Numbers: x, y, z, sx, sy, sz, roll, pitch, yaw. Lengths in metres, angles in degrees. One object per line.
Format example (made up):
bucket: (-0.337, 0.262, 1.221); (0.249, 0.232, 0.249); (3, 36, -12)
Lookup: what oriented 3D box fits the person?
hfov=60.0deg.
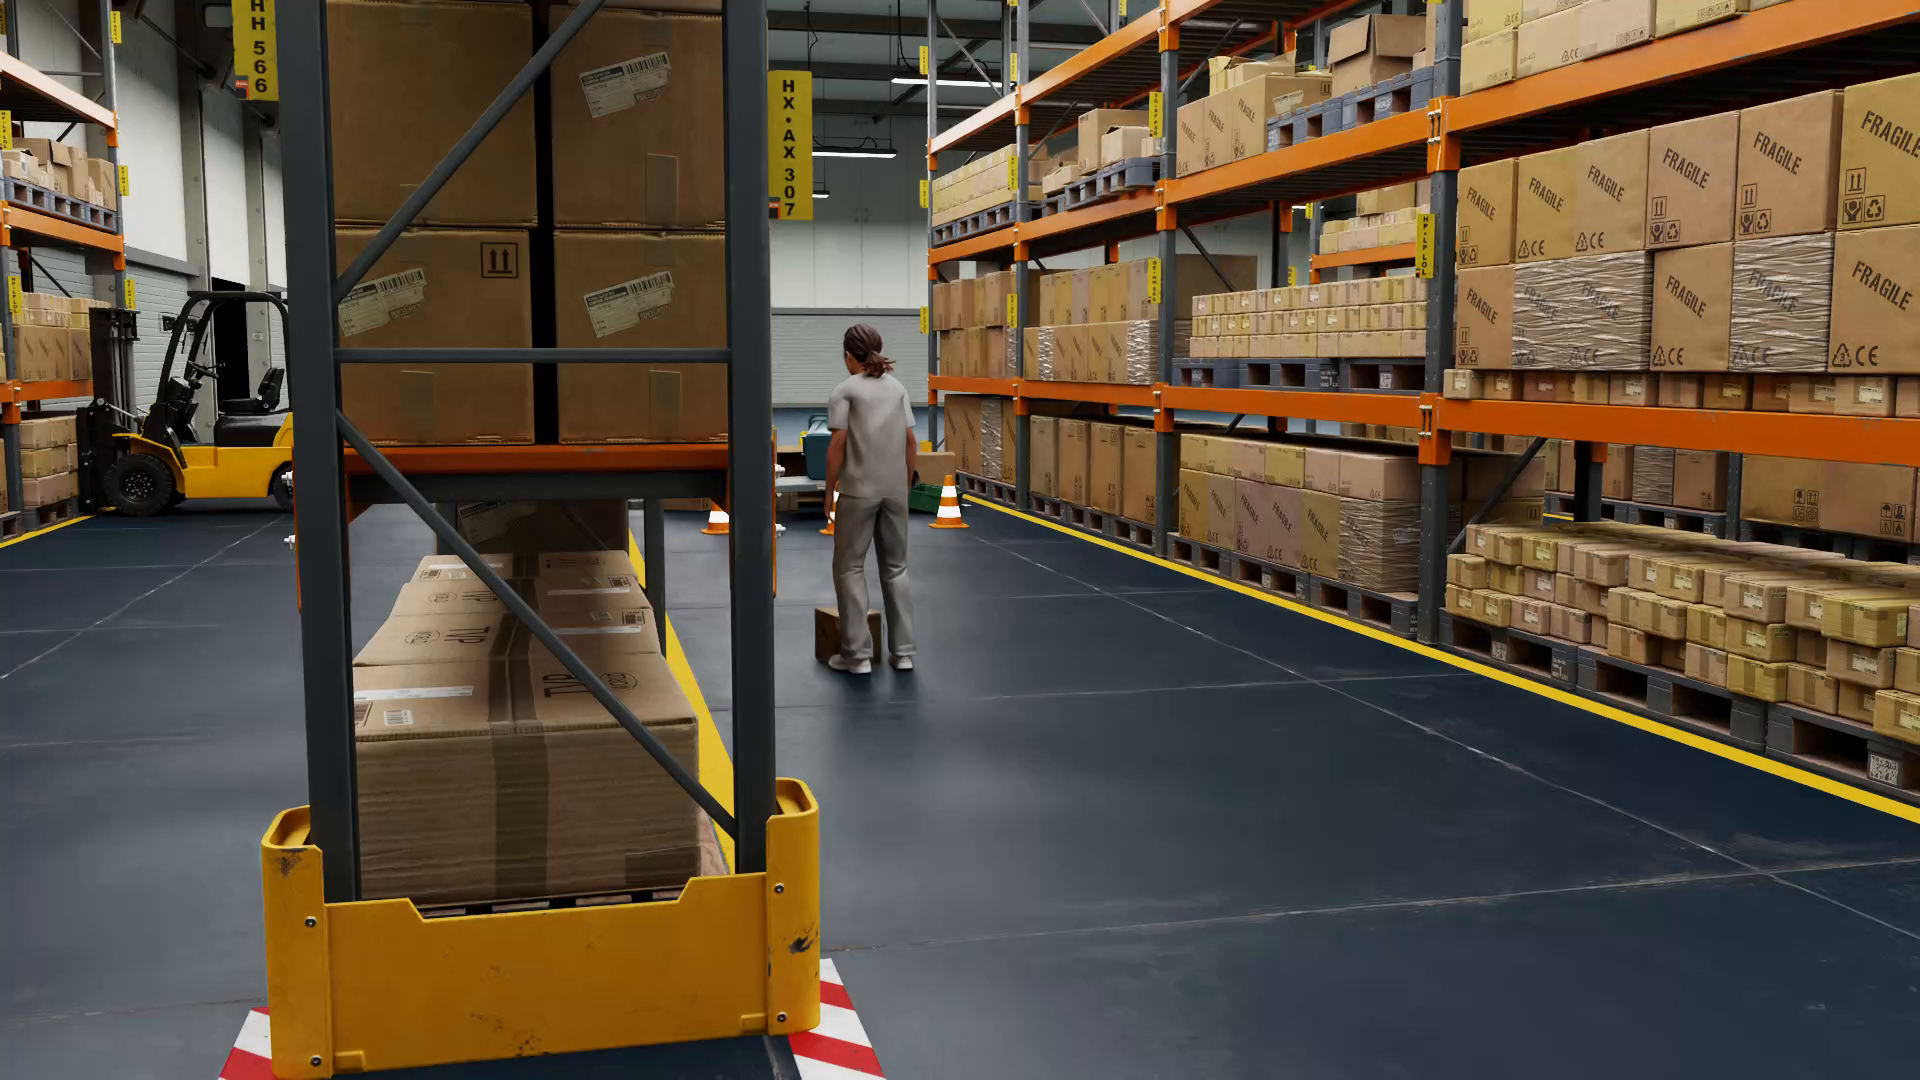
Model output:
person: (-0.431, -0.202, 8.003); (0.488, 1.673, 0.359); (-3, 7, -29)
